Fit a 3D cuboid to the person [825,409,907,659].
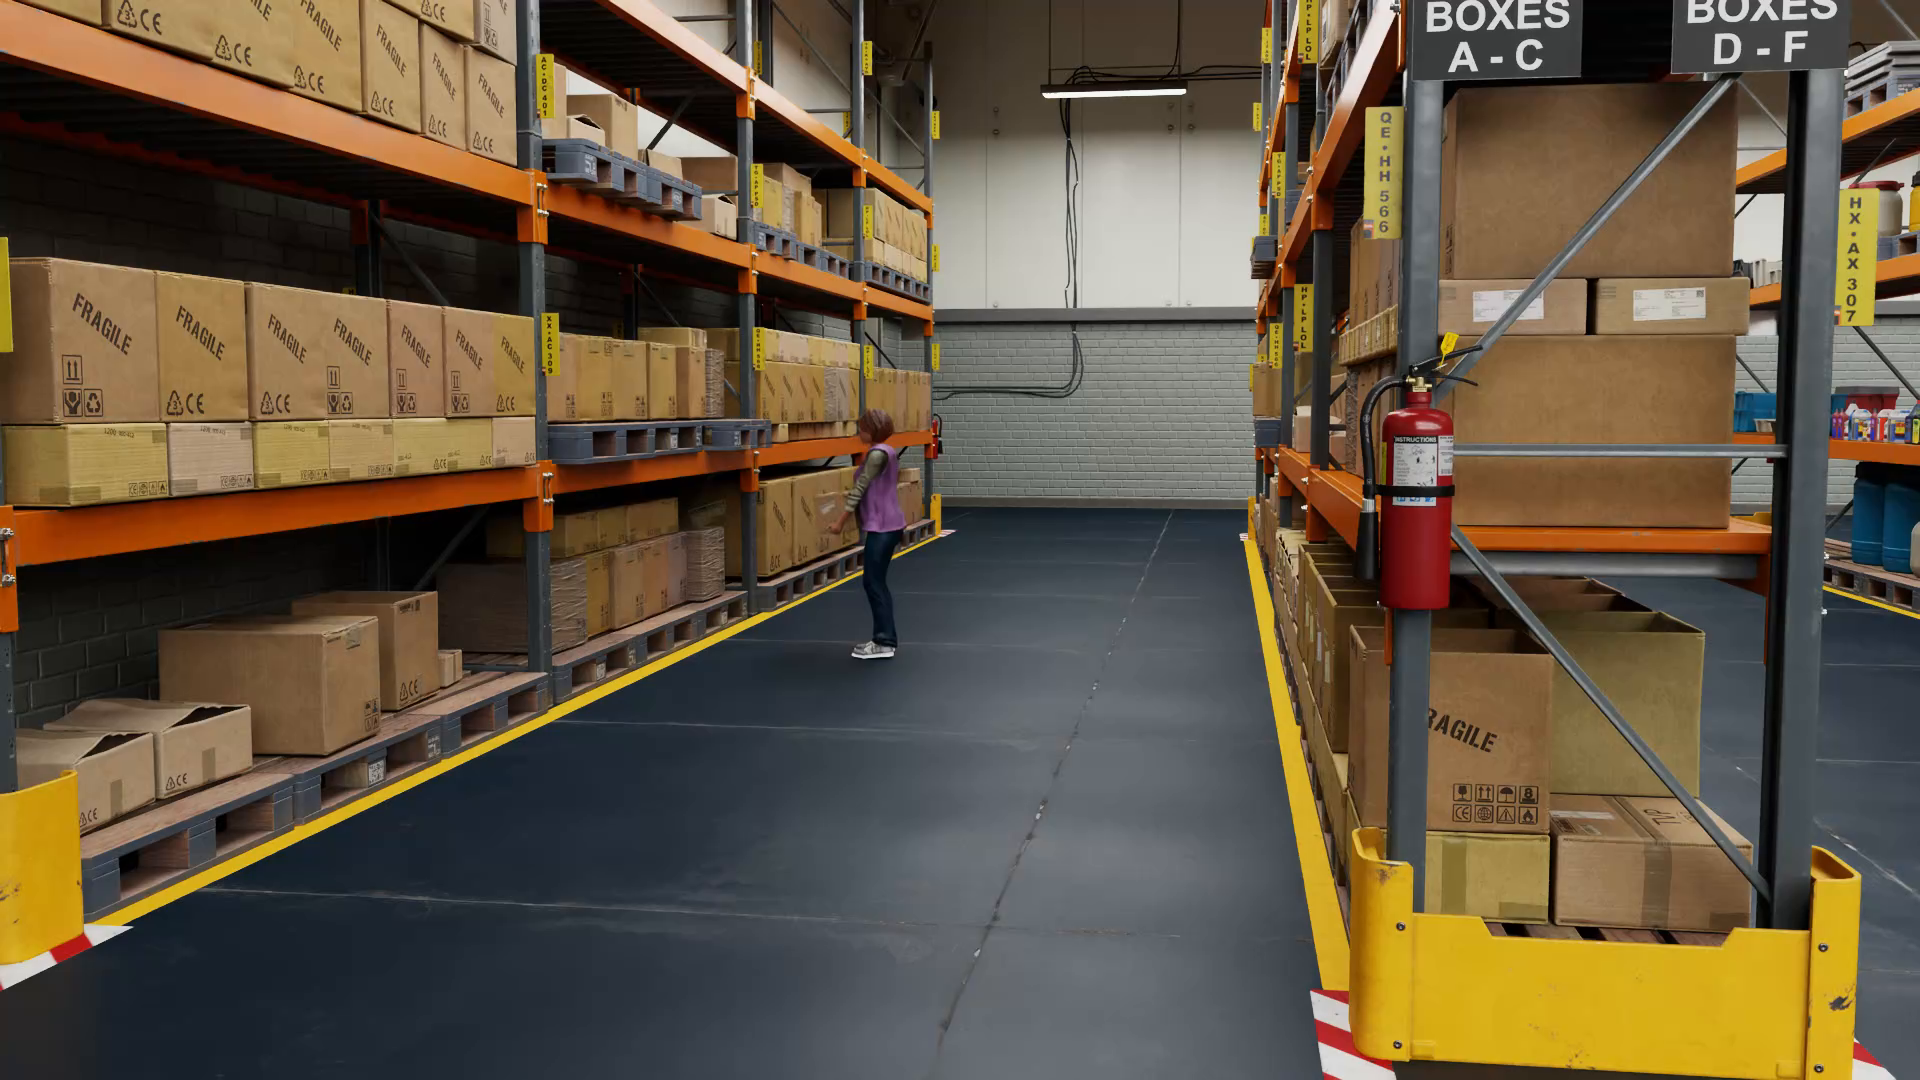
[{"bbox_3d":[-0.593,-0.043,10.680,0.503,1.598,0.375,1,5,8],"label":"person"}]
